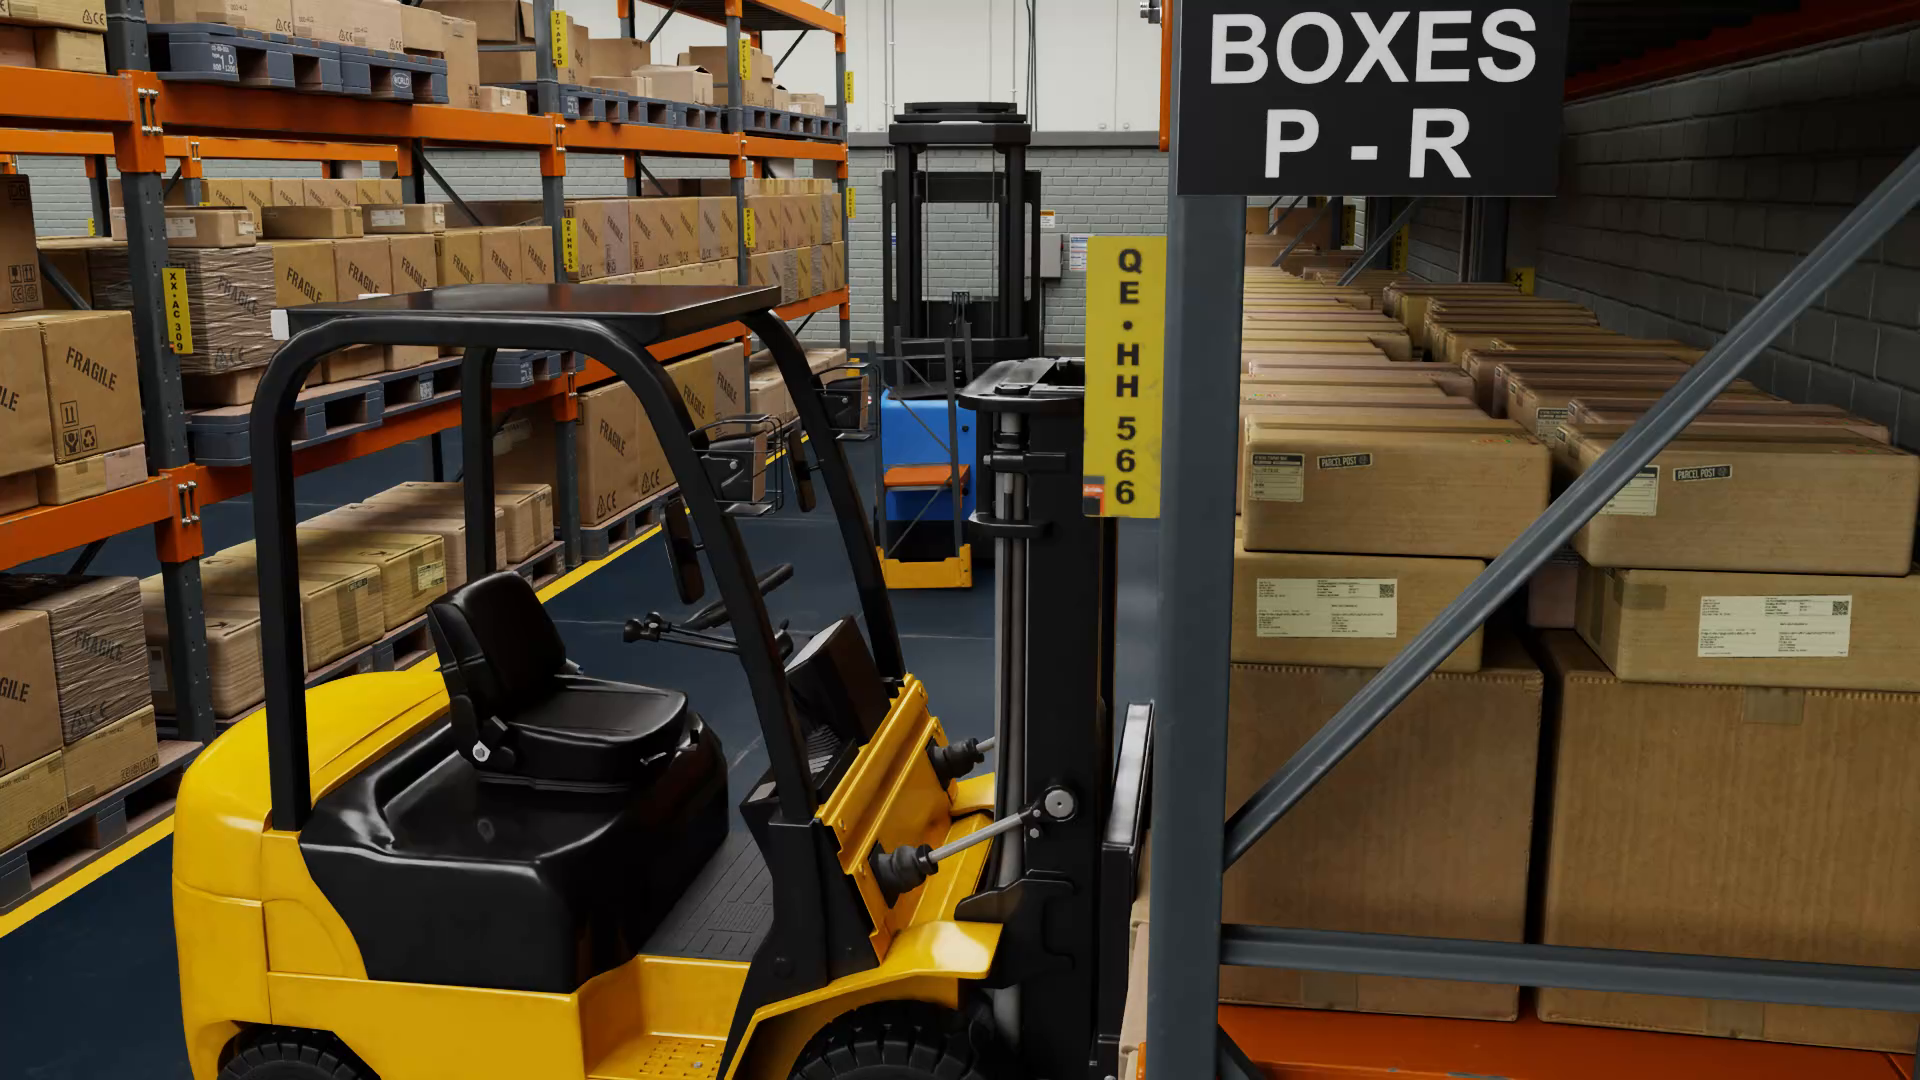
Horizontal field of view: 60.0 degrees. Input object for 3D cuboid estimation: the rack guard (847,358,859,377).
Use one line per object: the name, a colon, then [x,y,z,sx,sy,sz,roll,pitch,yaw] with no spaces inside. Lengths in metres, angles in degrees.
rack guard: [-1.712,-1.758,18.463,1.175,0.500,0.348,2,12,9]

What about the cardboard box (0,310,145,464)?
cardboard box: [-3.384,-0.570,6.076,0.500,0.500,0.500,2,12,7]

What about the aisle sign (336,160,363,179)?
aisle sign: [-6.908,-4.410,18.664,0.394,0.787,0.004,2,12,9]

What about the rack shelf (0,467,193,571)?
rack shelf: [-3.869,0.291,4.729,1.077,0.370,4.000,2,12,9]

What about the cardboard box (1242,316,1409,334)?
cardboard box: [0.861,-0.448,3.969,0.380,0.149,0.250,2,12,9]

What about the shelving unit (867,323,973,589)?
shelving unit: [-0.199,-0.555,10.443,0.587,1.500,1.083,-2,12,7]

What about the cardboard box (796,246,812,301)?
cardboard box: [-1.756,-2.595,16.178,0.500,0.500,0.500,2,12,10]

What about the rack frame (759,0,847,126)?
rack frame: [-1.716,-5.907,17.544,1.000,3.000,0.127,2,12,9]

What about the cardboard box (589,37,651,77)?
cardboard box: [-2.753,-3.688,13.134,0.500,0.500,0.500,2,12,8]

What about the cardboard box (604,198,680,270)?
cardboard box: [-2.386,-2.257,12.237,0.500,0.500,0.500,2,12,10]

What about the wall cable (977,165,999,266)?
wall cable: [0.532,-4.602,23.317,0.588,1.984,0.122,2,12,9]

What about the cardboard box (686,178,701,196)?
cardboard box: [-2.450,-3.122,14.712,0.380,0.149,0.250,2,12,10]

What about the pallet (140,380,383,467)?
pallet: [-3.300,-0.537,7.321,1.003,0.211,1.213,2,12,9]

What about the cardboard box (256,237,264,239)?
cardboard box: [-3.557,-1.190,7.956,0.500,0.500,0.500,2,12,11]

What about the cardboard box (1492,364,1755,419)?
cardboard box: [1.144,-0.218,2.902,0.380,0.149,0.250,2,12,9]

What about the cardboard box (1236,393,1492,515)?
cardboard box: [0.583,-0.129,2.489,0.380,0.149,0.250,2,12,9]

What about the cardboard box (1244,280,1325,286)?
cardboard box: [1.002,-0.771,5.469,0.380,0.149,0.250,2,12,10]

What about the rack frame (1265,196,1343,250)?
rack frame: [2.574,-1.982,13.570,1.000,3.000,0.127,2,12,9]

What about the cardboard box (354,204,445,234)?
cardboard box: [-2.919,-1.676,8.671,0.380,0.149,0.250,1,12,6]

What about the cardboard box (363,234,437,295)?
cardboard box: [-2.971,-1.279,8.366,0.500,0.500,0.500,1,12,6]

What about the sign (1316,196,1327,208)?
sign: [3.735,-3.513,17.175,0.100,0.325,0.005,2,12,9]

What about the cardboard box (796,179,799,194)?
cardboard box: [-1.774,-3.427,16.124,0.380,0.149,0.250,2,12,10]

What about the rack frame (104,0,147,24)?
rack frame: [-3.561,-3.409,5.953,1.000,3.000,0.127,2,12,9]

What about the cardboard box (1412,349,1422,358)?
cardboard box: [1.495,-0.499,4.913,0.380,0.149,0.250,2,12,10]

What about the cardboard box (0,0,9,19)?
cardboard box: [-3.440,-1.809,5.298,0.500,0.250,0.500,2,12,8]

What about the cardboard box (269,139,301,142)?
cardboard box: [-6.738,-3.974,16.052,0.500,0.250,0.500,2,12,11]

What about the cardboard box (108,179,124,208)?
cardboard box: [-7.432,-3.071,15.306,0.500,0.500,0.500,1,12,7]

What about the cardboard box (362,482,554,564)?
cardboard box: [-3.043,-0.113,10.137,0.950,0.372,0.625,1,12,5]

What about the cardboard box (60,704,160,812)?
cardboard box: [-3.387,0.794,6.219,0.500,0.250,0.500,2,12,11]

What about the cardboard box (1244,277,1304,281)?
cardboard box: [1.528,-1.240,8.352,0.380,0.149,0.250,2,12,9]

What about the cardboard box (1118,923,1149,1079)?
cardboard box: [0.564,0.954,3.104,0.500,0.250,0.500,2,12,10]

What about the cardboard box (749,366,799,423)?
cardboard box: [-1.991,-1.408,15.993,0.875,0.438,0.875,2,12,7]

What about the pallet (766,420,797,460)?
pallet: [-2.137,-0.935,15.329,1.003,0.211,1.213,2,12,9]

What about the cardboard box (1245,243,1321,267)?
cardboard box: [2.027,-1.751,11.255,0.797,0.503,0.637,2,12,7]

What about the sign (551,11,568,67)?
sign: [-2.410,-3.010,9.995,0.100,0.325,0.005,2,12,9]

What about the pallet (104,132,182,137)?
pallet: [-7.438,-3.531,14.082,1.213,0.211,1.003,2,12,9]

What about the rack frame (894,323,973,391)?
rack frame: [-0.142,-0.660,10.928,0.500,1.500,0.032,-2,12,7]

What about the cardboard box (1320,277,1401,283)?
cardboard box: [1.993,-1.226,8.284,0.380,0.149,0.250,2,12,8]

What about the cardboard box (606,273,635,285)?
cardboard box: [-2.544,-1.685,11.363,0.500,0.250,0.500,2,12,10]

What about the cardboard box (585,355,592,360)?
cardboard box: [-2.622,-1.330,10.899,0.500,0.250,0.500,2,12,8]

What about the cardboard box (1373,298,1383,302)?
cardboard box: [1.761,-0.909,6.813,0.380,0.149,0.250,2,12,8]

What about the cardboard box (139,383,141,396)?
cardboard box: [-3.755,-0.675,7.106,0.380,0.149,0.250,2,12,9]

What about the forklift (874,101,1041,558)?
forklift: [0.018,-1.565,11.799,1.130,2.935,3.031,0,12,2]

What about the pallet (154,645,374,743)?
pallet: [-3.443,0.724,7.631,1.003,0.211,1.213,2,12,9]

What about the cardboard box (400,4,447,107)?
cardboard box: [-3.152,-2.508,8.644,0.797,0.503,0.637,2,12,9]

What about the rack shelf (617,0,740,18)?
rack shelf: [-2.638,-4.111,11.866,1.077,0.370,4.000,2,12,9]

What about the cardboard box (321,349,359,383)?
cardboard box: [-3.068,-0.829,7.821,0.380,0.149,0.250,2,12,10]

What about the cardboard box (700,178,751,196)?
cardboard box: [-2.026,-3.054,14.394,0.380,0.149,0.250,2,12,8]

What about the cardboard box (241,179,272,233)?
cardboard box: [-6.863,-3.159,15.714,0.500,0.500,0.500,2,12,7]

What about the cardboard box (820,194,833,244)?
cardboard box: [-1.606,-3.294,17.049,0.500,0.500,0.500,2,12,9]

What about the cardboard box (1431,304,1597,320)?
cardboard box: [1.450,-0.538,4.386,0.380,0.149,0.250,2,12,8]
